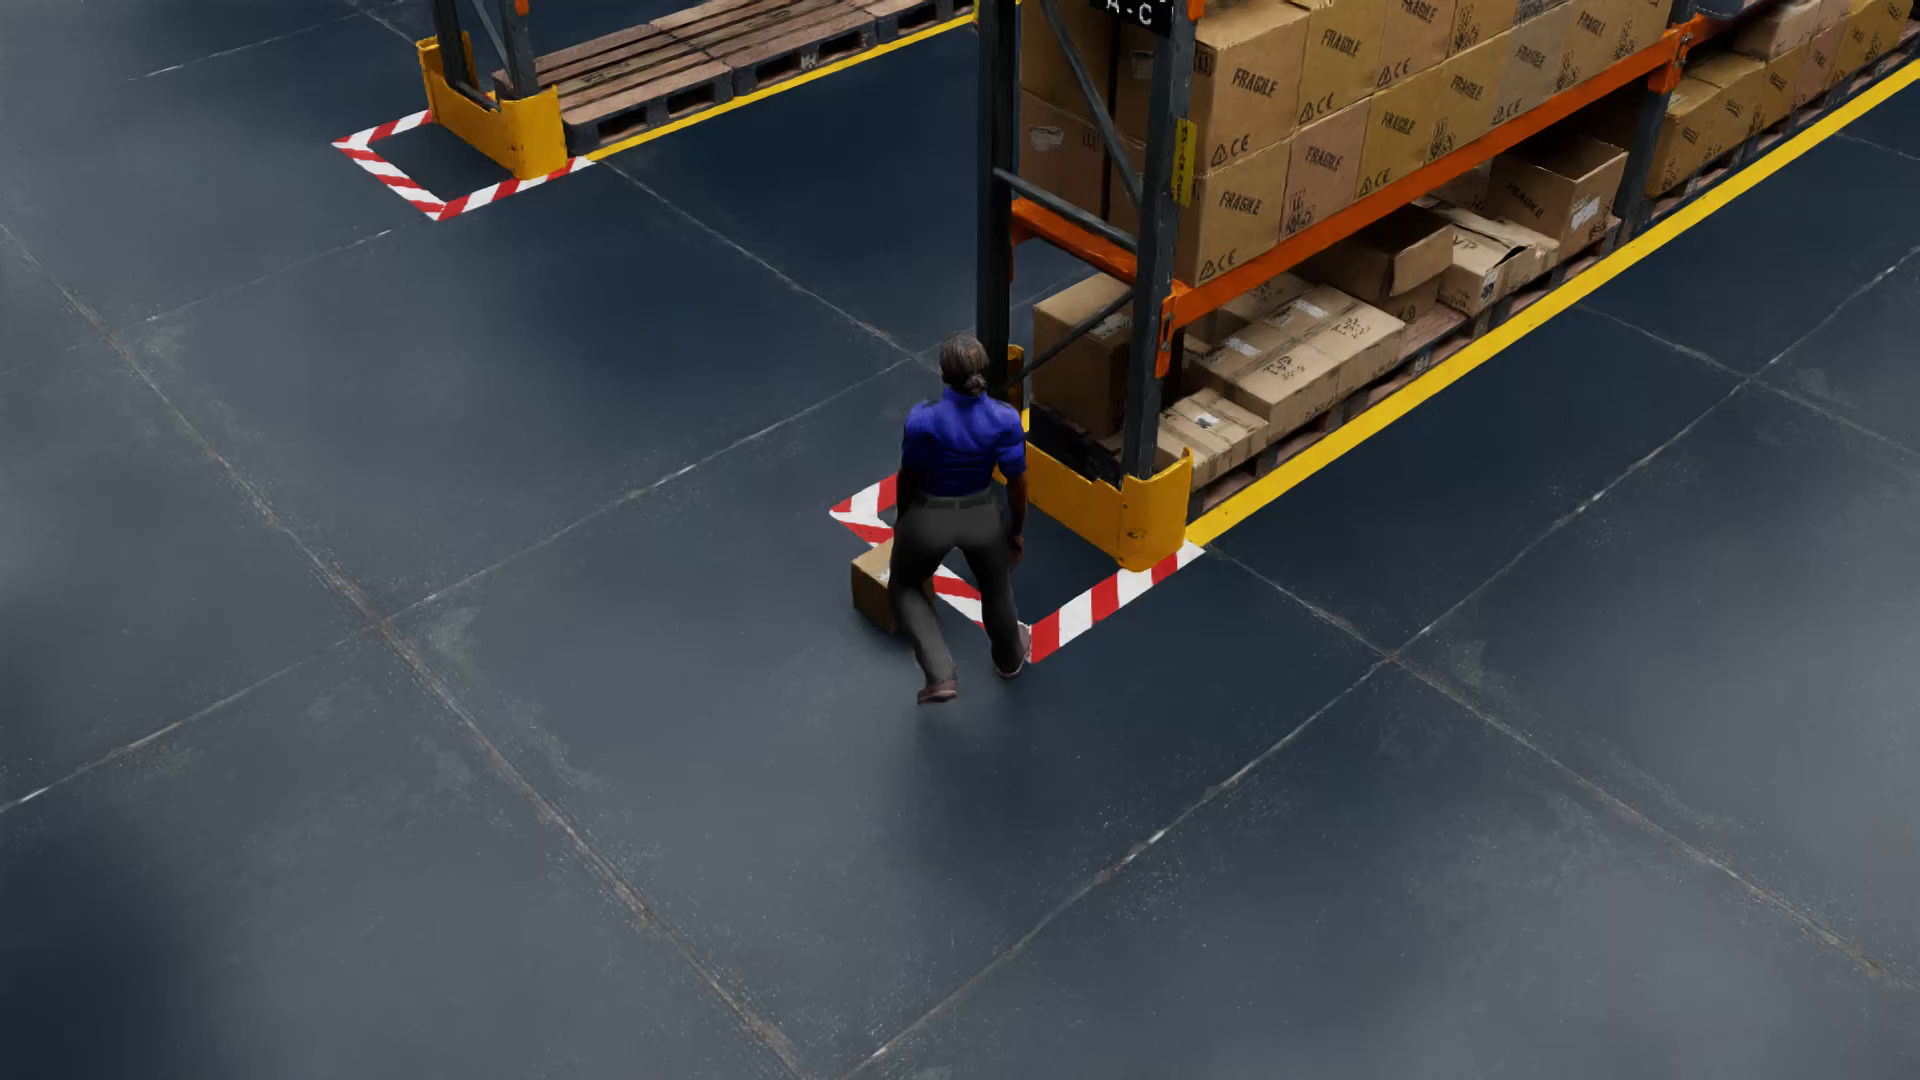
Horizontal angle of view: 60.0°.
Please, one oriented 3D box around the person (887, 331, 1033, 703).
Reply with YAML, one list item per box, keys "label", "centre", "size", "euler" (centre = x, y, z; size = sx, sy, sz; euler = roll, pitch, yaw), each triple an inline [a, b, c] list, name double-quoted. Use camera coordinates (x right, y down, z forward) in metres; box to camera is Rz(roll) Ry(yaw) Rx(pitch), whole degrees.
- label: "person"
  centre: [0.040, -0.039, 6.181]
  size: [0.608, 1.653, 0.567]
  euler: [-7, 41, -8]
